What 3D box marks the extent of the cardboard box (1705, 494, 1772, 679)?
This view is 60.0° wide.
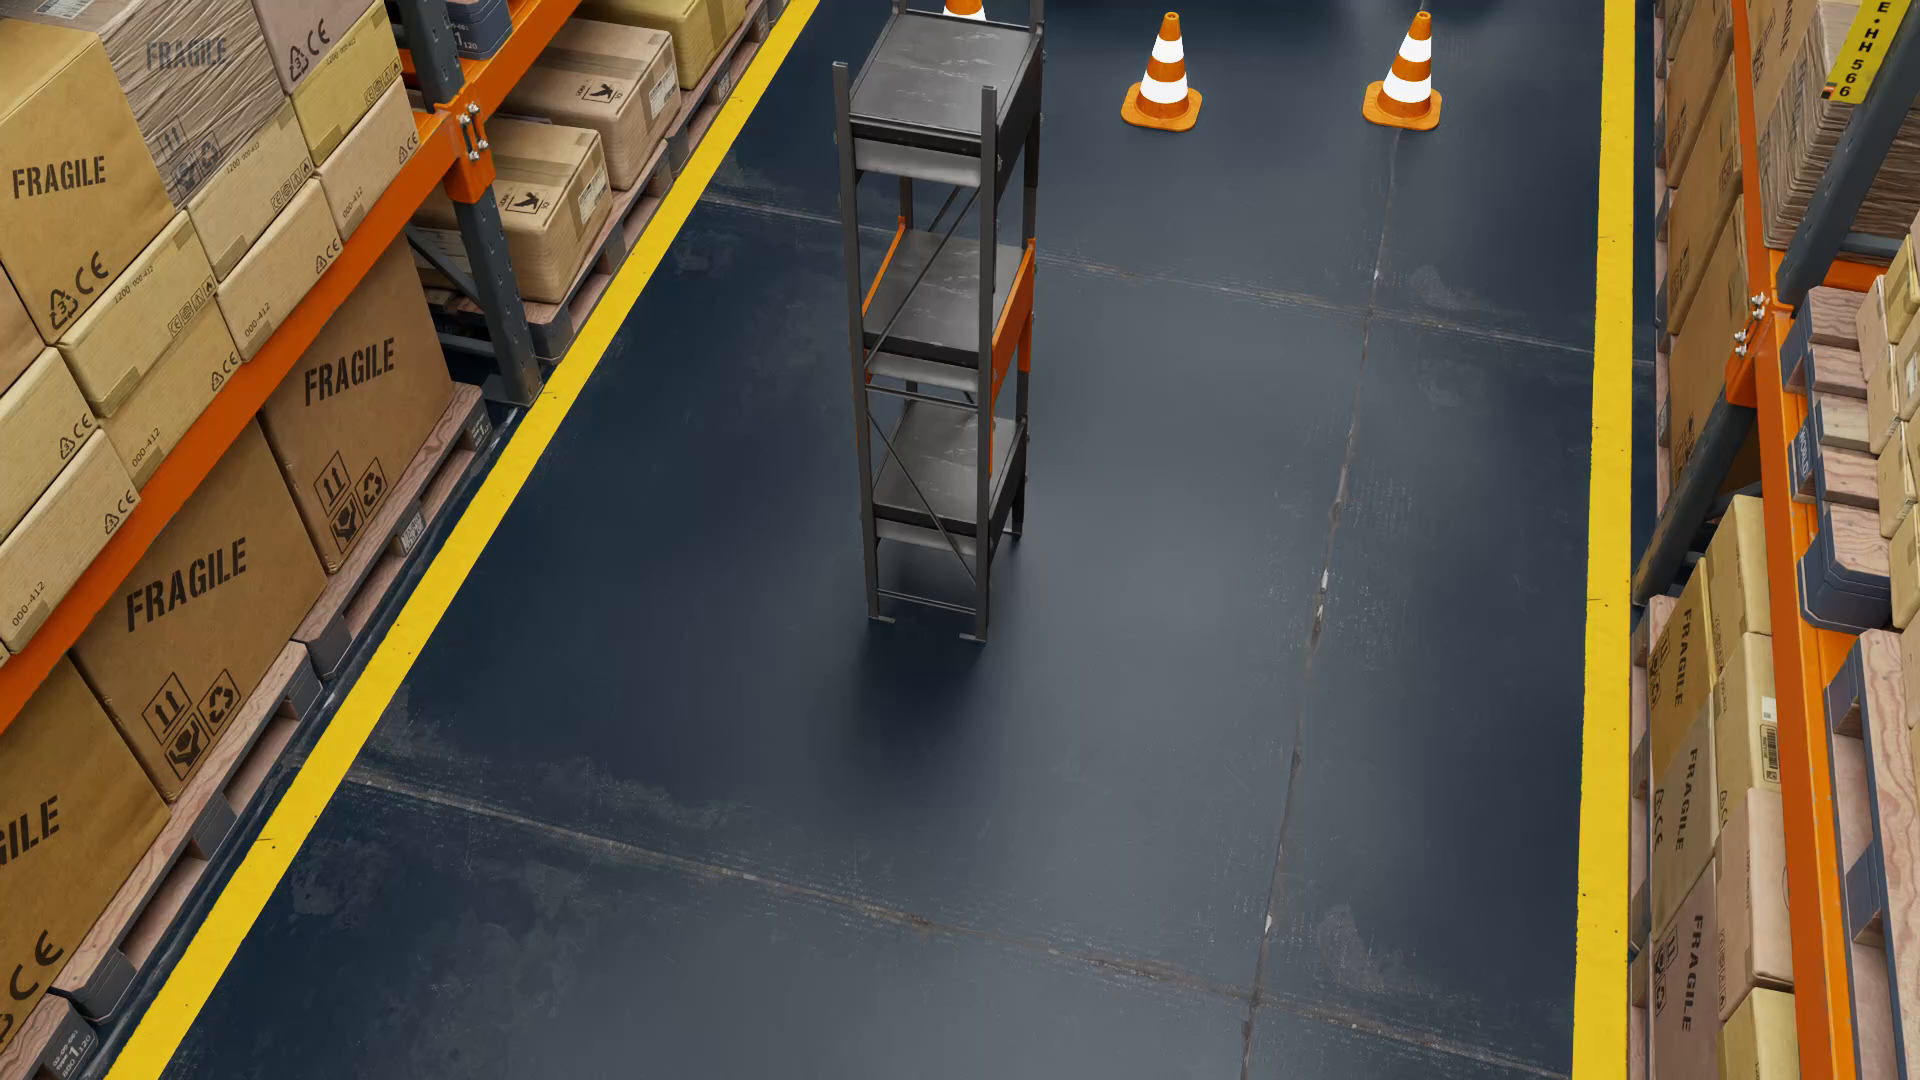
[{"bbox_3d":[2.326,0.175,4.482,0.500,0.250,0.500,10,49,8],"label":"cardboard box"}]

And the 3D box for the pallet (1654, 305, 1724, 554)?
[{"bbox_3d":[3.021,-0.349,5.917,1.003,0.211,1.213,12,50,10],"label":"pallet"}]

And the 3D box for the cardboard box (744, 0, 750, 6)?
[{"bbox_3d":[-1.330,-2.882,7.766,0.950,0.372,0.625,14,50,12],"label":"cardboard box"}]

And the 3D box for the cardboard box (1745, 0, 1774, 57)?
[{"bbox_3d":[2.865,-1.850,5.316,0.500,0.500,0.500,11,49,9],"label":"cardboard box"}]

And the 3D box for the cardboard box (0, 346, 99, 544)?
[{"bbox_3d":[-2.326,-0.214,3.705,0.500,0.250,0.500,10,49,9],"label":"cardboard box"}]

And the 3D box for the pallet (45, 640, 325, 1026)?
[{"bbox_3d":[-2.664,0.738,4.958,1.003,0.211,1.213,12,50,10],"label":"pallet"}]

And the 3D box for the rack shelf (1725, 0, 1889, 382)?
[{"bbox_3d":[3.268,-1.925,5.928,1.077,0.370,4.000,12,50,10],"label":"rack shelf"}]

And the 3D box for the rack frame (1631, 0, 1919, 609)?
[{"bbox_3d":[2.741,-0.716,4.382,1.000,3.000,0.127,12,50,10],"label":"rack frame"}]

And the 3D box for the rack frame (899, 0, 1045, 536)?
[{"bbox_3d":[0.021,-0.752,5.013,0.400,2.100,0.015,12,50,10],"label":"rack frame"}]

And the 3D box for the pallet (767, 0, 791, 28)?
[{"bbox_3d":[-1.212,-3.027,8.281,1.003,0.211,1.213,12,50,10],"label":"pallet"}]

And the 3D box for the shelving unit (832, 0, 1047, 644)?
[{"bbox_3d":[-0.044,-0.575,4.857,0.431,2.100,0.503,12,50,10],"label":"shelving unit"}]

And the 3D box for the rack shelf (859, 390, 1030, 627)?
[{"bbox_3d":[-0.044,-0.103,5.392,0.431,0.518,0.480,12,50,10],"label":"rack shelf"}]

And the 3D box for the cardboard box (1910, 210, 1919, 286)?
[{"bbox_3d":[2.432,-0.670,3.831,0.380,0.149,0.250,12,50,10],"label":"cardboard box"}]

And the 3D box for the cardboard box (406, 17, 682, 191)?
[{"bbox_3d":[-1.716,-1.832,6.838,0.950,0.372,0.625,11,49,9],"label":"cardboard box"}]

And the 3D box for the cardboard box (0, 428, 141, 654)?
[{"bbox_3d":[-2.318,-0.045,3.889,0.500,0.250,0.500,11,49,9],"label":"cardboard box"}]

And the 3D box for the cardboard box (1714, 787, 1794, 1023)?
[{"bbox_3d":[2.050,0.897,3.845,0.500,0.250,0.500,12,50,10],"label":"cardboard box"}]

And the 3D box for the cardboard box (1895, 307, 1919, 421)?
[{"bbox_3d":[2.351,-0.364,3.760,0.380,0.149,0.250,14,50,12],"label":"cardboard box"}]

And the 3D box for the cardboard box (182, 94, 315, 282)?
[{"bbox_3d":[-2.075,-0.964,4.367,0.500,0.250,0.500,10,49,9],"label":"cardboard box"}]

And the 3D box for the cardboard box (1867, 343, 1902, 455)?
[{"bbox_3d":[2.358,-0.294,3.897,0.380,0.149,0.250,14,50,12],"label":"cardboard box"}]

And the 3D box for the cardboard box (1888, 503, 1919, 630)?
[{"bbox_3d":[2.218,0.096,3.552,0.380,0.149,0.250,14,50,12],"label":"cardboard box"}]

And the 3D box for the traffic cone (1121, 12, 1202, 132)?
[{"bbox_3d":[0.905,-2.094,7.289,0.336,0.463,0.334,12,50,10],"label":"traffic cone"}]

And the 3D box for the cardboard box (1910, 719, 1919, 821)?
[{"bbox_3d":[2.082,0.471,3.221,0.380,0.149,0.250,12,50,11],"label":"cardboard box"}]

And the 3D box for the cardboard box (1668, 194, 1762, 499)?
[{"bbox_3d":[2.988,-0.534,5.441,1.050,0.750,0.750,11,49,10],"label":"cardboard box"}]

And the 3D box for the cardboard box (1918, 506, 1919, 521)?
[{"bbox_3d":[2.218,0.012,3.428,0.380,0.149,0.250,12,50,10],"label":"cardboard box"}]

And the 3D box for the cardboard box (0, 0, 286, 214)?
[{"bbox_3d":[-2.072,-1.186,4.062,0.500,0.500,0.500,12,50,11],"label":"cardboard box"}]

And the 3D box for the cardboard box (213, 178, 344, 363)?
[{"bbox_3d":[-2.063,-0.781,4.539,0.500,0.250,0.500,12,50,11],"label":"cardboard box"}]

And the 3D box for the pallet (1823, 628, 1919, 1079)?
[{"bbox_3d":[2.260,0.787,3.183,1.003,0.211,1.213,12,50,10],"label":"pallet"}]

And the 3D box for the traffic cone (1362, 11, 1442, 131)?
[{"bbox_3d":[1.984,-2.098,7.293,0.336,0.463,0.334,12,50,10],"label":"traffic cone"}]

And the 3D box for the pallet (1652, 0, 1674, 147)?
[{"bbox_3d":[3.664,-2.114,7.475,1.003,0.211,1.213,12,50,10],"label":"pallet"}]

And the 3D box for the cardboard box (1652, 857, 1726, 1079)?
[{"bbox_3d":[2.049,1.170,4.104,0.500,0.500,0.500,10,49,9],"label":"cardboard box"}]

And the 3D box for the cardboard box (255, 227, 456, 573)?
[{"bbox_3d":[-2.323,-0.573,5.392,0.875,0.875,0.875,11,50,10],"label":"cardboard box"}]

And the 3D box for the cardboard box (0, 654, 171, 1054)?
[{"bbox_3d":[-2.797,0.718,4.253,0.875,0.875,0.875,13,50,11],"label":"cardboard box"}]

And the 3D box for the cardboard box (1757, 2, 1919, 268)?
[{"bbox_3d":[2.601,-1.128,4.679,0.500,0.500,0.500,12,50,10],"label":"cardboard box"}]

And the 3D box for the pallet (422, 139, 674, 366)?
[{"bbox_3d":[-1.854,-1.262,6.723,1.003,0.211,1.213,12,50,10],"label":"pallet"}]

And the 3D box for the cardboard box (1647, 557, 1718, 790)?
[{"bbox_3d":[2.309,0.433,4.754,0.500,0.500,0.500,10,49,8],"label":"cardboard box"}]

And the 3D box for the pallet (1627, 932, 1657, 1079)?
[{"bbox_3d":[2.211,1.651,4.152,1.003,0.211,1.213,12,50,10],"label":"pallet"}]

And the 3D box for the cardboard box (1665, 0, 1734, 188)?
[{"bbox_3d":[3.460,-1.841,6.594,1.050,0.750,0.750,12,50,10],"label":"cardboard box"}]

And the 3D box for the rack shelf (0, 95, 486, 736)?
[{"bbox_3d":[-2.587,0.064,4.172,1.077,0.370,4.000,12,50,10],"label":"rack shelf"}]

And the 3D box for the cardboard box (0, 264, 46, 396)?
[{"bbox_3d":[-2.349,-0.463,3.425,0.500,0.500,0.500,11,49,9],"label":"cardboard box"}]
